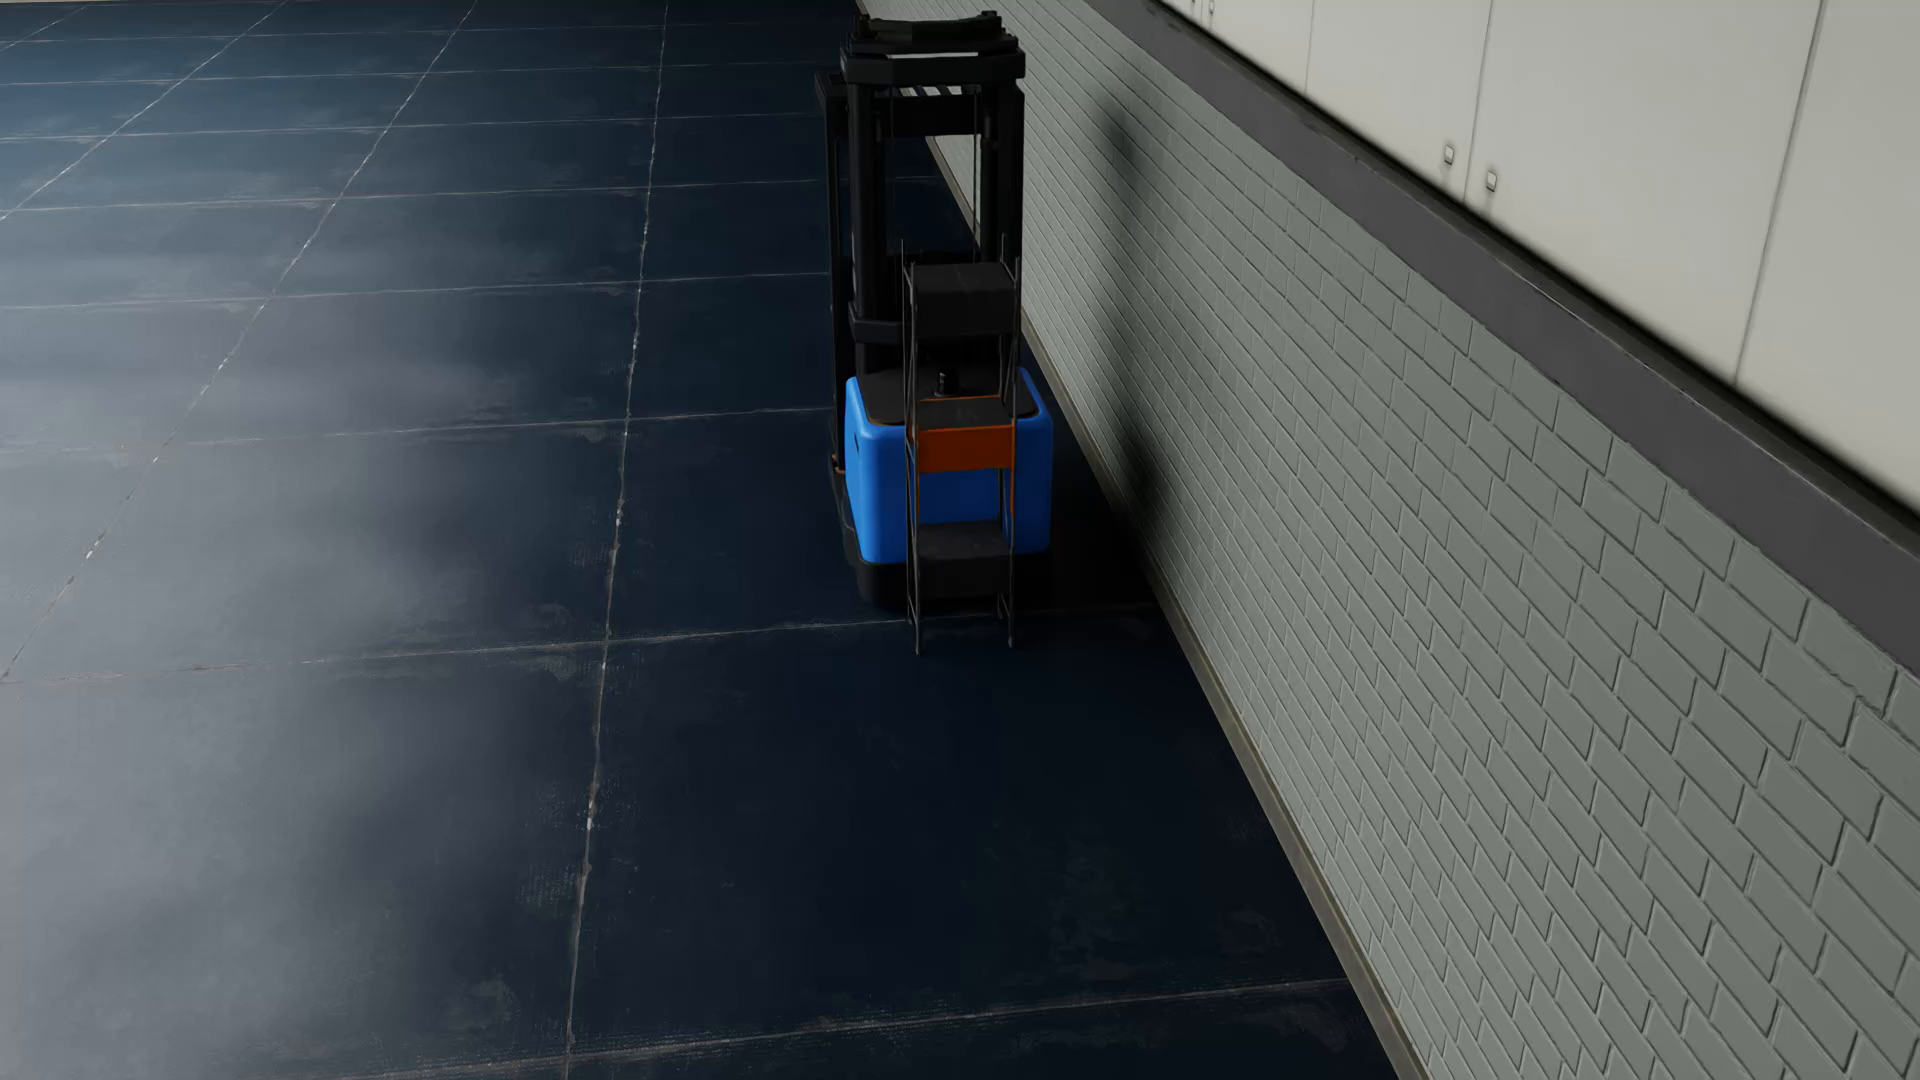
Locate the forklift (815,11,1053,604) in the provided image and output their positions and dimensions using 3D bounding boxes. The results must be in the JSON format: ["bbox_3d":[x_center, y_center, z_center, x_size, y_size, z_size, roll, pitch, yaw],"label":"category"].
[{"bbox_3d":[-0.231,-1.607,9.672,1.130,2.935,3.031,-4,27,-8],"label":"forklift"}]

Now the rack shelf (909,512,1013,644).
[{"bbox_3d":[0.000,0.195,8.634,0.480,0.518,0.431,-4,27,-8],"label":"rack shelf"}]

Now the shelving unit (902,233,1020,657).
[{"bbox_3d":[0.000,-0.440,8.308,0.503,2.100,0.431,-4,27,-8],"label":"shelving unit"}]

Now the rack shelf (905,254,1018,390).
[{"bbox_3d":[0.000,-1.051,7.995,0.480,0.518,0.431,-4,27,-8],"label":"rack shelf"}]

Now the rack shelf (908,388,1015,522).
[{"bbox_3d":[0.000,-0.428,8.314,0.480,0.518,0.431,-4,27,-8],"label":"rack shelf"}]

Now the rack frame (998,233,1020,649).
[{"bbox_3d":[0.241,-0.457,8.341,0.015,2.100,0.400,-4,27,-8],"label":"rack frame"}]

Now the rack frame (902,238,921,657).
[{"bbox_3d":[-0.241,-0.423,8.275,0.015,2.100,0.400,-4,27,-8],"label":"rack frame"}]
